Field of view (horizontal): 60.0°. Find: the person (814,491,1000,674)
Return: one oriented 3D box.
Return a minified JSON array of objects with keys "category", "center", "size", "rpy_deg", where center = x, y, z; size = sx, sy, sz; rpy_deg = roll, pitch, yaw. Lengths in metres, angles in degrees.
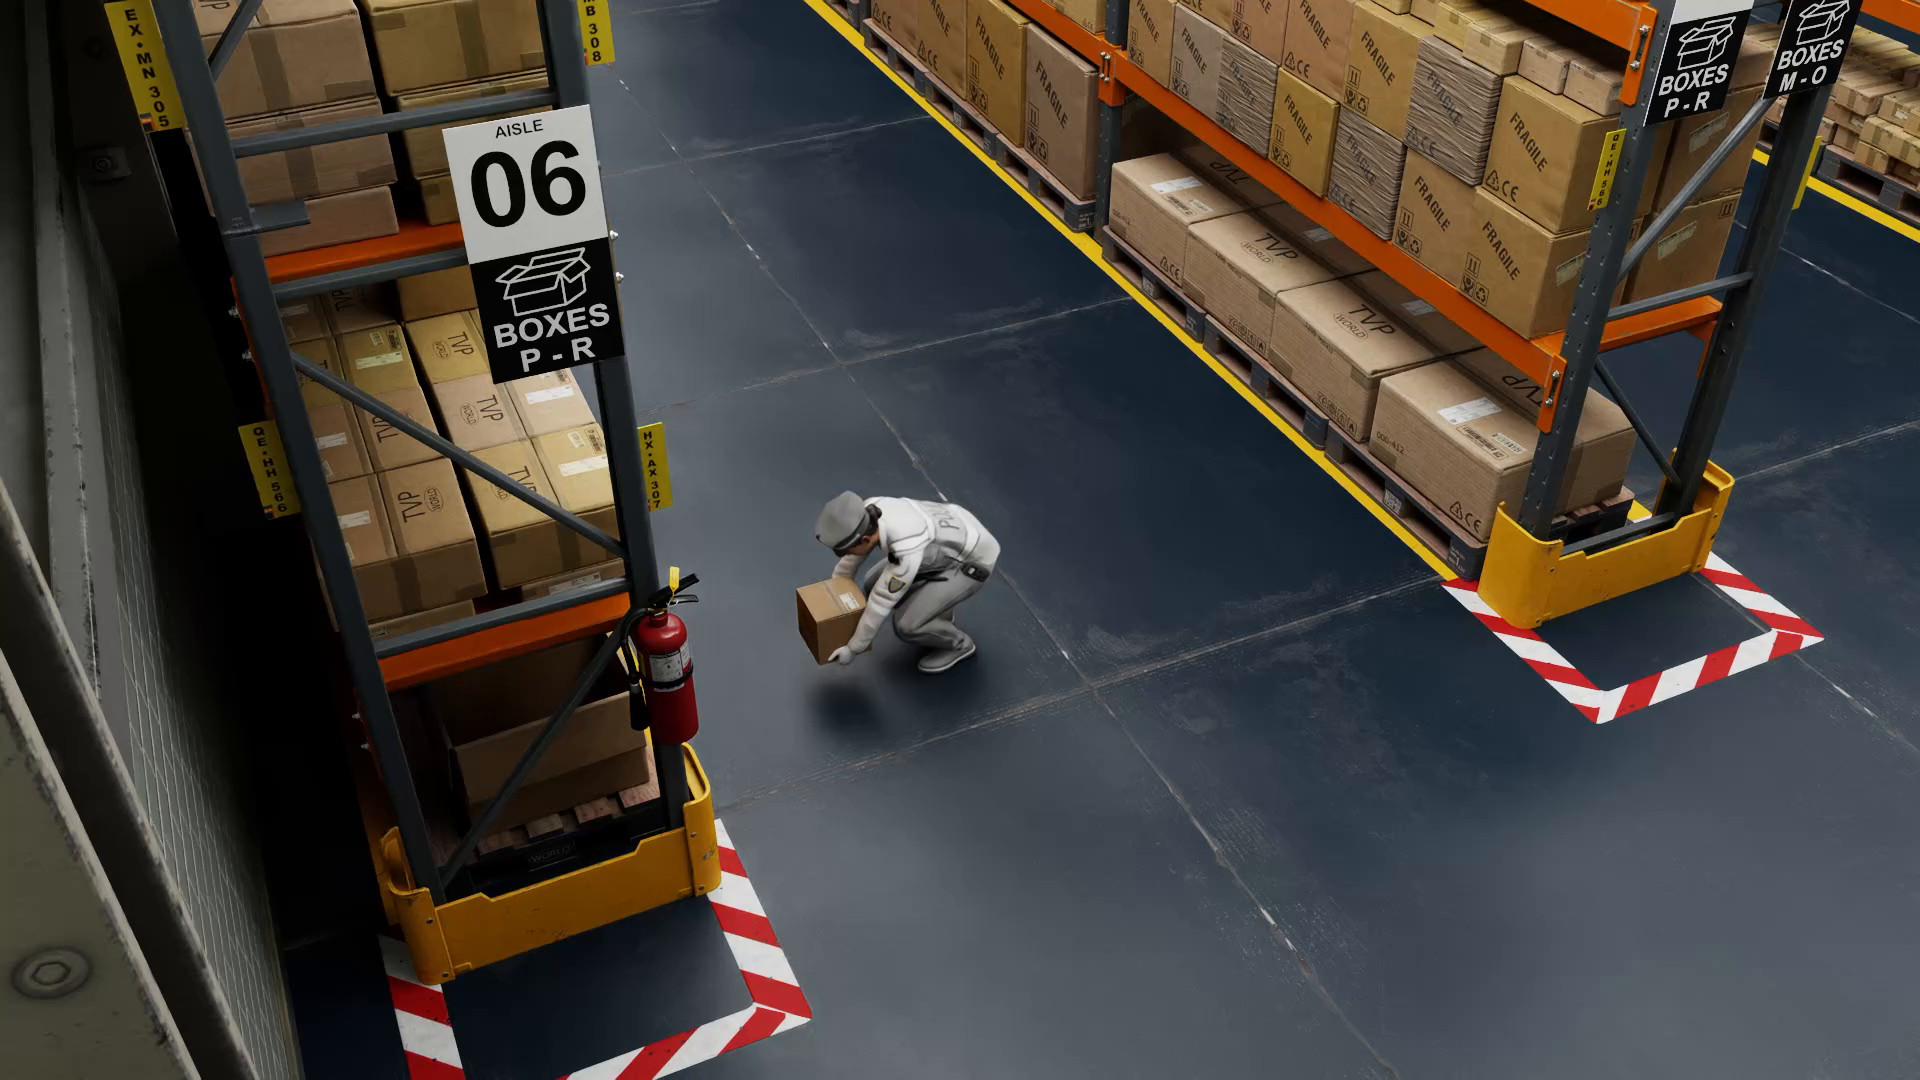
[{"category":"person","center":[-0.239,0.138,7.248],"size":[0.857,0.979,0.462],"rpy_deg":[-17,41,-21]}]
